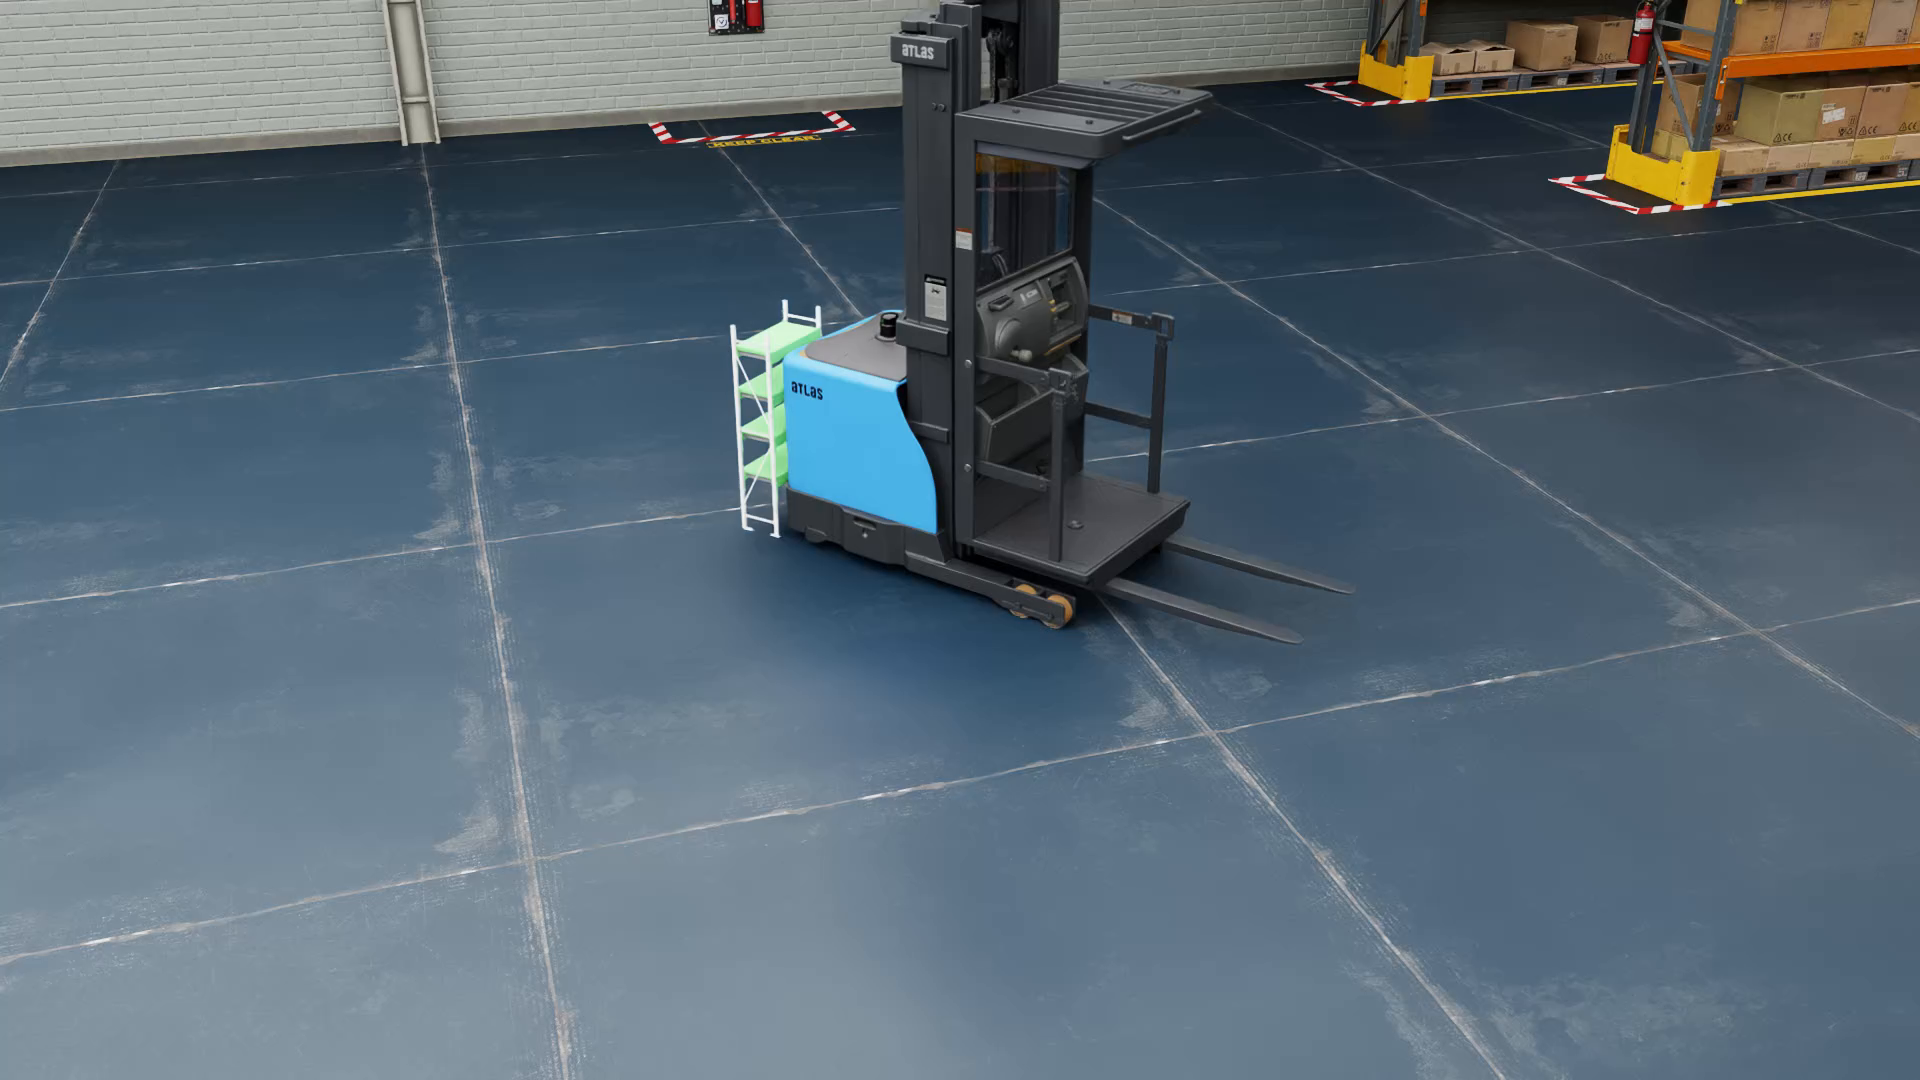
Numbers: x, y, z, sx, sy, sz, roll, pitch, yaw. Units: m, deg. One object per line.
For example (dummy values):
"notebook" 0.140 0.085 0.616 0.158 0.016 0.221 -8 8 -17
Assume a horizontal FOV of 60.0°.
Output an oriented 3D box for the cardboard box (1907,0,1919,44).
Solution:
"cardboard box" 9.158 -5.121 16.080 0.500 0.500 0.700 -8 27 -15

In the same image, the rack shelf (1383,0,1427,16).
"rack shelf" 7.117 -6.780 20.342 4.000 0.370 1.077 -8 28 -16

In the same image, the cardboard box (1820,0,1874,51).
"cardboard box" 8.172 -4.976 15.788 0.500 0.500 0.700 -8 28 -16

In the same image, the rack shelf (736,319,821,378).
"rack shelf" -0.994 -1.047 9.072 0.258 0.148 0.480 14 30 26

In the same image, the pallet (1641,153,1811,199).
"pallet" 7.467 -3.606 16.277 1.213 0.211 1.003 -8 28 -16

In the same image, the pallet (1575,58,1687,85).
"pallet" 8.391 -6.021 21.140 1.213 0.211 1.003 -8 28 -16

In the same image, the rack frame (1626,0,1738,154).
"rack frame" 6.753 -4.732 15.409 0.127 3.000 1.000 -8 28 -16

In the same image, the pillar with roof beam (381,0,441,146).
"pillar with roof beam" -4.464 -6.503 12.229 0.400 9.000 9.100 -8 28 -16

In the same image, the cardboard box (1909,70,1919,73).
"cardboard box" 9.704 -4.355 16.426 0.500 0.500 0.500 -8 28 -16

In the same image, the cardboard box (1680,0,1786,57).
"cardboard box" 7.200 -4.836 15.505 0.500 0.500 0.700 -8 28 -16

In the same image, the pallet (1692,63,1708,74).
"pallet" 9.758 -6.236 21.574 1.213 0.211 1.003 -8 28 -16

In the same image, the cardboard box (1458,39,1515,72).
"cardboard box" 6.443 -5.955 20.400 0.500 0.311 0.500 -6 27 -12

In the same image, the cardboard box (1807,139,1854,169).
"cardboard box" 8.281 -3.808 16.167 0.500 0.250 0.500 -8 28 -16

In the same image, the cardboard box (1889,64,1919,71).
"cardboard box" 9.545 -4.572 16.863 0.500 0.500 0.500 -8 28 -16

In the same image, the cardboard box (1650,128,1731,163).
"cardboard box" 7.171 -3.888 16.328 0.500 0.250 0.500 -8 28 -16

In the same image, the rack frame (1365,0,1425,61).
"rack frame" 5.215 -6.826 19.627 0.127 3.000 1.000 -8 28 -16

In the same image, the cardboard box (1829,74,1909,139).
"cardboard box" 8.758 -4.210 16.134 0.500 0.500 0.500 -8 28 -16

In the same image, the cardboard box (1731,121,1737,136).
"cardboard box" 7.643 -3.962 16.476 0.500 0.250 0.500 -8 28 -16

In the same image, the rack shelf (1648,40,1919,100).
"rack shelf" 8.654 -4.686 16.124 4.000 0.370 1.077 -8 28 -16

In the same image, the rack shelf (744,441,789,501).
"rack shelf" -0.998 -0.403 9.394 0.258 0.148 0.480 14 30 26

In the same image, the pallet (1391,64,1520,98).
"pallet" 6.071 -5.685 20.463 1.213 0.211 1.003 -8 28 -16

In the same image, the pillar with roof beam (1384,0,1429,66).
"pillar with roof beam" 6.946 -8.155 15.557 0.400 9.000 9.100 -8 28 -16

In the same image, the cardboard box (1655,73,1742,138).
"cardboard box" 7.170 -4.224 16.163 0.500 0.500 0.500 -8 28 -16

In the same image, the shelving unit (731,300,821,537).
"shelving unit" -0.996 -0.675 9.258 0.258 1.200 0.503 14 30 26

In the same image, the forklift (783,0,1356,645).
"forklift" 0.539 -1.135 8.241 3.031 2.935 1.130 17 31 31

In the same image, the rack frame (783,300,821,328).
"rack frame" -0.878 -0.769 9.449 0.240 1.200 0.015 14 30 26

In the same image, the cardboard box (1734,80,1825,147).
"cardboard box" 7.806 -4.074 15.860 0.500 0.500 0.500 -8 28 -16

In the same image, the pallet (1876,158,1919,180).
"pallet" 9.787 -3.942 16.954 1.213 0.211 1.003 -8 28 -16

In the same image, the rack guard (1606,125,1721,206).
"rack guard" 6.730 -3.609 15.958 0.348 0.500 1.175 -8 28 -16

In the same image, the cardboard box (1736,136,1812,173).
"cardboard box" 7.806 -3.739 16.028 0.500 0.250 0.500 -8 28 -16

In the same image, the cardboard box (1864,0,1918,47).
"cardboard box" 8.672 -5.050 15.937 0.500 0.500 0.700 -7 27 -15

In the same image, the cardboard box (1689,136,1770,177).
"cardboard box" 7.331 -3.669 15.886 0.500 0.250 0.500 -8 28 -16

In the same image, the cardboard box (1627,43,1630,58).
"cardboard box" 8.519 -6.219 21.095 0.250 0.166 0.380 -12 29 -23

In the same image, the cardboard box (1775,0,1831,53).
"cardboard box" 7.698 -4.910 15.655 0.500 0.500 0.700 -8 27 -15

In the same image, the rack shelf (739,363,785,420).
"rack shelf" -0.996 -0.832 9.179 0.258 0.148 0.480 14 30 26

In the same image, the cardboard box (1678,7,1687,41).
"cardboard box" 9.713 -6.563 21.413 0.500 0.500 0.700 -7 27 -14

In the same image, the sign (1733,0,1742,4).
"sign" 6.919 -4.920 14.725 0.005 0.325 0.100 -8 28 -16

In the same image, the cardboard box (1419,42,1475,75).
"cardboard box" 5.901 -5.876 20.242 0.500 0.311 0.500 -12 29 -22

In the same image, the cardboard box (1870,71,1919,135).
"cardboard box" 9.229 -4.285 16.284 0.500 0.500 0.500 -8 28 -16

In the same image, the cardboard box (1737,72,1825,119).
"cardboard box" 8.117 -4.368 16.452 0.500 0.500 0.500 -8 28 -16

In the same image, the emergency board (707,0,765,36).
"emergency board" -2.454 -6.138 18.241 0.643 1.169 0.194 -8 28 -16

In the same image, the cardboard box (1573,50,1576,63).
"cardboard box" 7.491 -6.086 20.846 0.250 0.149 0.380 -11 28 -20

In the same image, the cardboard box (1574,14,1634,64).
"cardboard box" 8.044 -6.295 20.873 0.500 0.500 0.500 -10 28 -20

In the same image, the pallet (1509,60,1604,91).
"pallet" 7.229 -5.851 20.798 1.213 0.211 1.003 -8 28 -16

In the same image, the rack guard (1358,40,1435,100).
"rack guard" 5.287 -5.717 20.204 0.348 0.500 1.175 -8 28 -16

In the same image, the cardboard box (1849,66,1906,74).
"cardboard box" 9.067 -4.506 16.730 0.500 0.500 0.500 -8 28 -16

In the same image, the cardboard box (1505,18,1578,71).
"cardboard box" 7.156 -6.119 20.519 0.500 0.500 0.700 -10 28 -19

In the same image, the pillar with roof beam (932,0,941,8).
"pillar with roof beam" 1.241 -7.329 13.893 0.400 9.000 9.100 -8 28 -16

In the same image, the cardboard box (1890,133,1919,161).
"cardboard box" 9.233 -3.944 16.440 0.500 0.250 0.500 -8 28 -16

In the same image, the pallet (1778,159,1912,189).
"pallet" 8.625 -3.773 16.612 1.213 0.211 1.003 -8 28 -16

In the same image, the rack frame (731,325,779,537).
"rack frame" -1.115 -0.580 9.067 0.240 1.200 0.015 14 30 26

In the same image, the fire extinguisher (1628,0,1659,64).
"fire extinguisher" 6.496 -4.878 15.789 0.183 0.674 0.296 -8 28 -16

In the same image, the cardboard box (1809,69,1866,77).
"cardboard box" 8.592 -4.437 16.590 0.500 0.500 0.500 -8 28 -16

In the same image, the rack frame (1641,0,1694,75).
"rack frame" 9.018 -7.377 20.736 0.127 3.000 1.000 -8 28 -16

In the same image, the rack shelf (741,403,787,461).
"rack shelf" -0.997 -0.617 9.286 0.258 0.148 0.480 14 30 26

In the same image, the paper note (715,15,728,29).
"paper note" -2.644 -5.748 18.446 0.142 0.148 0.016 -8 28 -16

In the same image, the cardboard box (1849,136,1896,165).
"cardboard box" 8.758 -3.875 16.301 0.500 0.250 0.500 -8 28 -16

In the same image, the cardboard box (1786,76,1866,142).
"cardboard box" 8.278 -4.149 16.010 0.500 0.500 0.500 -8 28 -16
